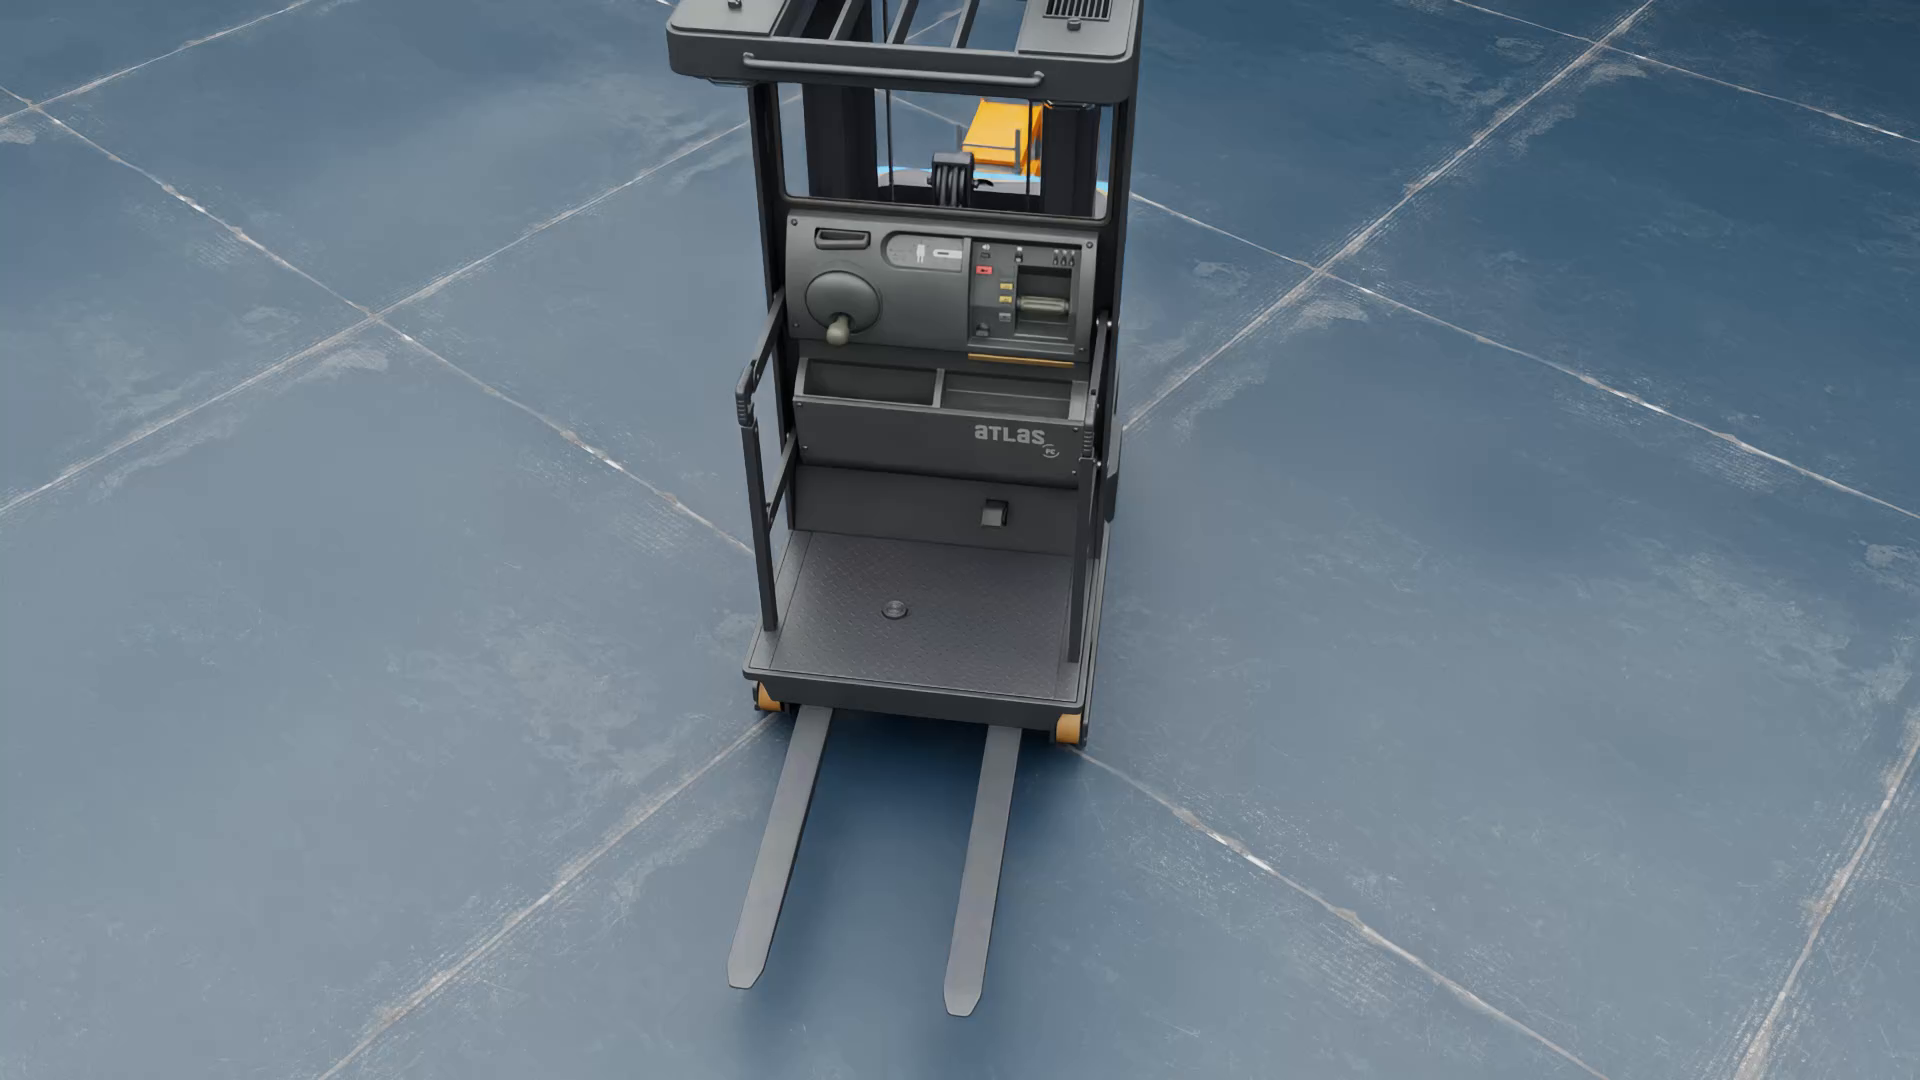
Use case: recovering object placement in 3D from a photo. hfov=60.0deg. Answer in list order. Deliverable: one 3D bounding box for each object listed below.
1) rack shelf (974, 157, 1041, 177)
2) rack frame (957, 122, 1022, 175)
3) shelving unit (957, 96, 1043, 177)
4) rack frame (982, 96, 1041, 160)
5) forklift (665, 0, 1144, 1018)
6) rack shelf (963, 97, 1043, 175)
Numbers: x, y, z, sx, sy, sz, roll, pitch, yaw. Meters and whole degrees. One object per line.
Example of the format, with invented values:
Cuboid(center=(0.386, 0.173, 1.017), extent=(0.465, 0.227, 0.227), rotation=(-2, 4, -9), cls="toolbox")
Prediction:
Cuboid(center=(0.158, -1.355, 6.609), extent=(0.258, 0.148, 0.480), rotation=(8, 42, 9), cls="rack shelf")
Cuboid(center=(0.109, -1.079, 6.533), extent=(0.240, 1.200, 0.015), rotation=(8, 42, 9), cls="rack frame")
Cuboid(center=(0.158, -1.238, 6.713), extent=(0.258, 1.200, 0.503), rotation=(8, 42, 9), cls="shelving unit")
Cuboid(center=(0.208, -1.396, 6.892), extent=(0.240, 1.200, 0.015), rotation=(8, 42, 9), cls="rack frame")
Cuboid(center=(-0.089, -0.669, 4.807), extent=(1.130, 2.935, 3.031), rotation=(6, 43, 6), cls="forklift")
Cuboid(center=(0.158, -1.532, 6.453), extent=(0.258, 0.148, 0.480), rotation=(8, 42, 9), cls="rack shelf")
